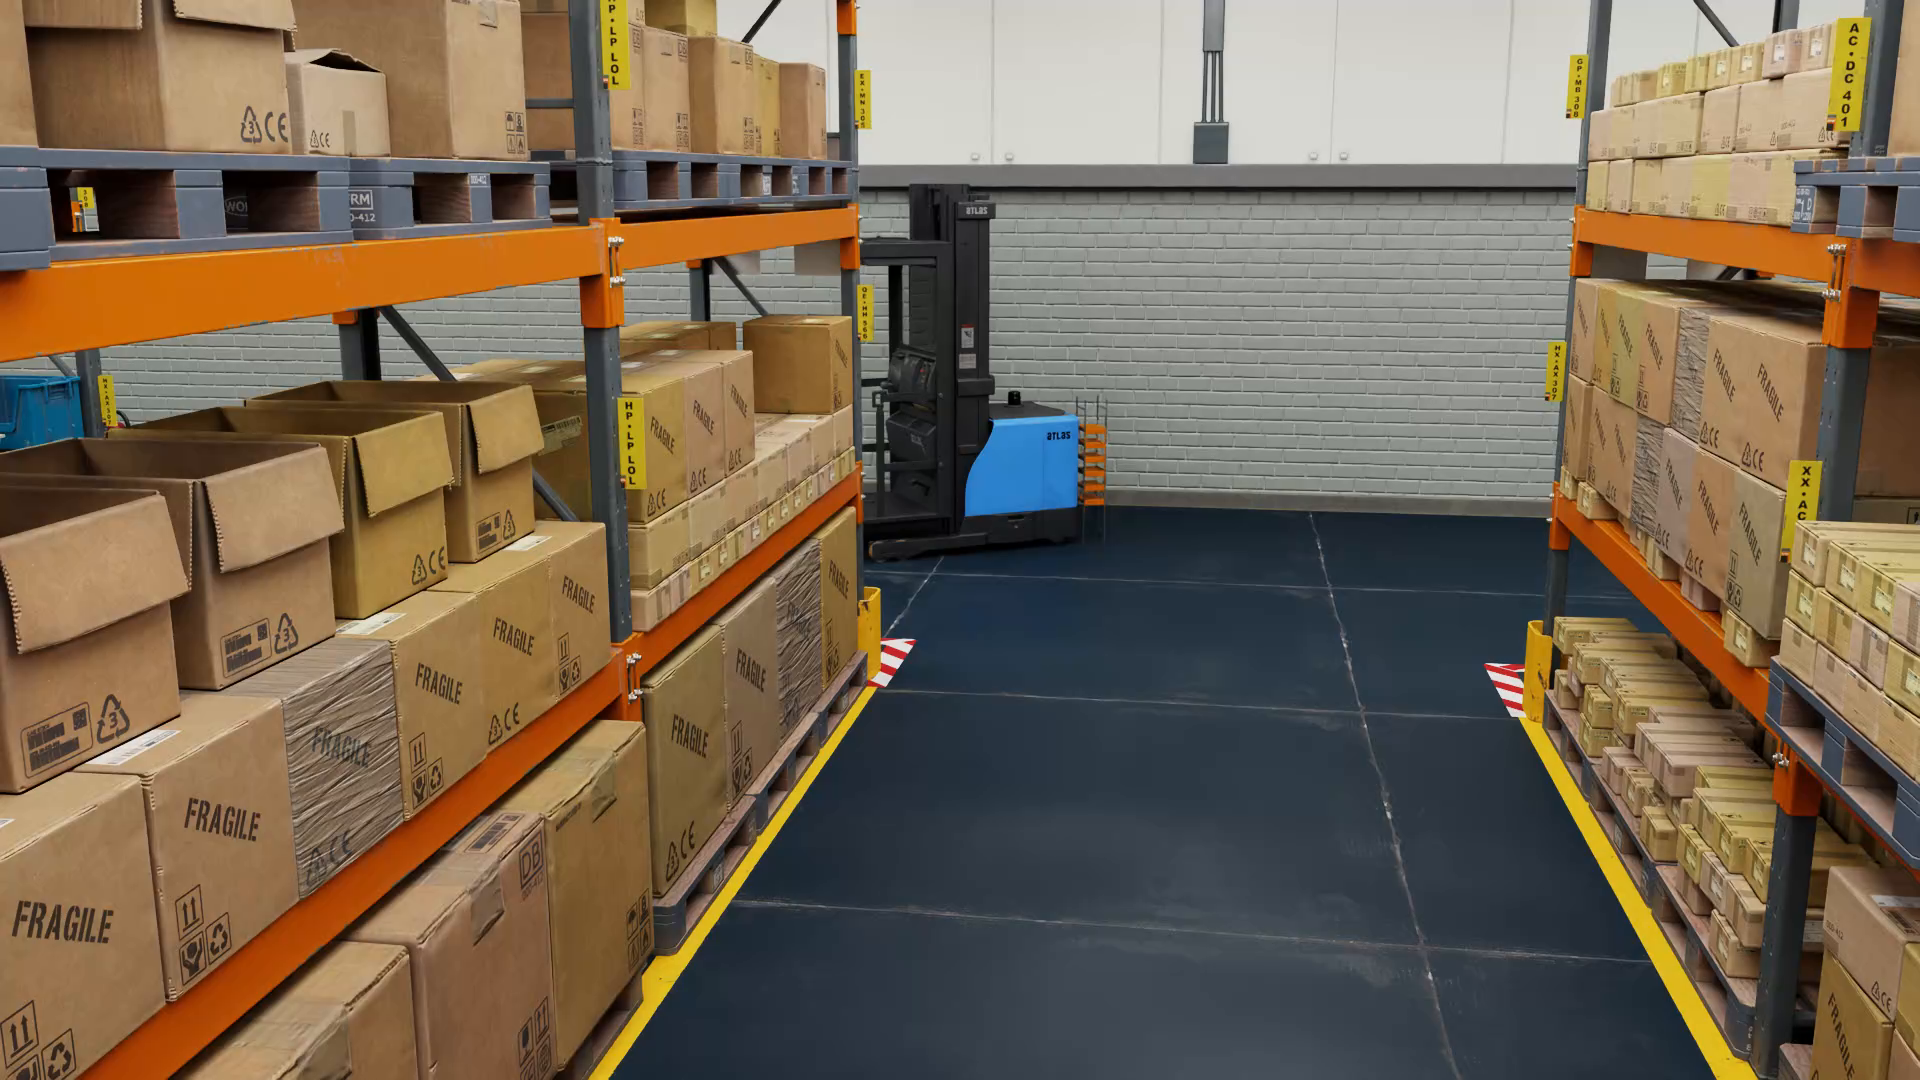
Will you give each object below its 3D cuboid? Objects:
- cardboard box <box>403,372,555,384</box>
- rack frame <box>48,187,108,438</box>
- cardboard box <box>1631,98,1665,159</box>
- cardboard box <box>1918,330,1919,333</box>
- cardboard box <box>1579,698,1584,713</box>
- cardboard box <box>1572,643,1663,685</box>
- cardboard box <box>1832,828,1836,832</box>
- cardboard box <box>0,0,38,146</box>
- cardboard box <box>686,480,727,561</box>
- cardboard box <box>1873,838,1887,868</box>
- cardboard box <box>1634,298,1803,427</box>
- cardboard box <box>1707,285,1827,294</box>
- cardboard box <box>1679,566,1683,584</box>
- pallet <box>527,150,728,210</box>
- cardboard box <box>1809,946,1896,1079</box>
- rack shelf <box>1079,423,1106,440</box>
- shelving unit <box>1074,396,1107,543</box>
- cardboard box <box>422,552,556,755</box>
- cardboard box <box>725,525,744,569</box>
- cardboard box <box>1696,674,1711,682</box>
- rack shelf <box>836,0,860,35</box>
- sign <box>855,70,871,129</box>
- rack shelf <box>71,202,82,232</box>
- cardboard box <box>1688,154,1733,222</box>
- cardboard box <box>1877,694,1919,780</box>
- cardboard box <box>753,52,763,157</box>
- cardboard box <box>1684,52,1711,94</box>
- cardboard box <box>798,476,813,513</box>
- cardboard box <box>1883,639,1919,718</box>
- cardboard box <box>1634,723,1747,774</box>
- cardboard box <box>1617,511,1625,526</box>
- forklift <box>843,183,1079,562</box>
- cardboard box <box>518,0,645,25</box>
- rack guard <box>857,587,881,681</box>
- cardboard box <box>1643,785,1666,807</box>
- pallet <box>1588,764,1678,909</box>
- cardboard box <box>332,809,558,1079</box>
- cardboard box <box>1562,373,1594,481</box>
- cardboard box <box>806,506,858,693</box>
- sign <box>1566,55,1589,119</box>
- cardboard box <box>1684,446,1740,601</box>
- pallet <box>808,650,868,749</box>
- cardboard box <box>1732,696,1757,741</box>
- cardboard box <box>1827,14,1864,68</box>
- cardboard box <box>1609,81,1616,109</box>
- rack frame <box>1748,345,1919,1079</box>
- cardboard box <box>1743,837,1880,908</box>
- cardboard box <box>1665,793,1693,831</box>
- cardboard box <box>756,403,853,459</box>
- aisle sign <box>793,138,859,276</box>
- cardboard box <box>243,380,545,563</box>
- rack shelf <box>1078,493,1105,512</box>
[{"bbox_3d":[-1.897,-0.373,6.472,0.500,0.500,0.500,2,12,10],"label":"cardboard box"},{"bbox_3d":[-5.983,-0.823,10.691,1.000,3.000,0.127,2,12,9],"label":"rack frame"},{"bbox_3d":[3.304,-1.821,7.375,0.500,0.250,0.500,2,12,9],"label":"cardboard box"},{"bbox_3d":[3.492,-0.417,5.491,0.500,0.500,0.500,2,12,10],"label":"cardboard box"},{"bbox_3d":[3.441,0.864,8.636,0.380,0.149,0.250,2,12,8],"label":"cardboard box"},{"bbox_3d":[3.292,0.625,8.333,0.380,0.149,0.250,2,12,8],"label":"cardboard box"},{"bbox_3d":[3.550,1.166,6.525,0.380,0.149,0.250,1,12,6],"label":"cardboard box"},{"bbox_3d":[-2.250,-1.029,3.295,0.500,0.500,0.500,3,12,12],"label":"cardboard box"},{"bbox_3d":[-1.291,-0.094,6.961,0.500,0.250,0.500,2,12,8],"label":"cardboard box"},{"bbox_3d":[3.540,1.129,5.991,0.380,0.149,0.250,3,12,11],"label":"cardboard box"},{"bbox_3d":[3.217,-0.760,7.082,0.500,0.500,0.500,1,12,7],"label":"cardboard box"},{"bbox_3d":[3.894,-0.955,7.987,0.500,0.500,0.500,1,12,7],"label":"cardboard box"},{"bbox_3d":[3.195,0.135,6.841,0.380,0.149,0.250,2,12,8],"label":"cardboard box"},{"bbox_3d":[-1.568,-1.422,6.565,1.003,0.211,1.213,2,12,9],"label":"pallet"},{"bbox_3d":[2.806,1.514,4.784,0.500,0.500,0.500,2,12,11],"label":"cardboard box"},{"bbox_3d":[1.090,-0.901,13.827,0.180,0.103,0.258,-3,13,-13],"label":"rack shelf"},{"bbox_3d":[1.090,-0.592,13.893,0.189,1.200,0.258,-3,13,-13],"label":"shelving unit"},{"bbox_3d":[-1.589,0.331,5.102,0.500,0.500,0.500,2,12,10],"label":"cardboard box"},{"bbox_3d":[-1.171,0.025,7.354,0.380,0.149,0.250,2,12,8],"label":"cardboard box"},{"bbox_3d":[3.904,0.734,8.531,0.380,0.149,0.250,2,12,7],"label":"cardboard box"},{"bbox_3d":[-1.396,-2.631,7.500,1.077,0.370,4.000,2,12,9],"label":"rack shelf"},{"bbox_3d":[-0.554,-2.502,9.450,0.100,0.325,0.005,2,12,9],"label":"sign"},{"bbox_3d":[-6.290,-1.521,8.519,1.077,0.370,4.000,2,12,9],"label":"rack shelf"},{"bbox_3d":[3.156,-1.361,6.425,0.500,0.250,0.500,2,12,8],"label":"cardboard box"},{"bbox_3d":[2.548,0.499,4.158,0.380,0.149,0.250,2,12,9],"label":"cardboard box"},{"bbox_3d":[-1.353,-2.099,8.022,0.700,0.500,0.500,1,12,5],"label":"cardboard box"},{"bbox_3d":[3.152,-1.878,6.689,0.380,0.149,0.250,2,12,8],"label":"cardboard box"},{"bbox_3d":[-0.974,-0.242,8.592,0.380,0.149,0.250,2,12,7],"label":"cardboard box"},{"bbox_3d":[2.550,0.353,4.127,0.380,0.149,0.250,1,12,6],"label":"cardboard box"},{"bbox_3d":[3.107,0.893,7.086,0.380,0.149,0.250,1,12,7],"label":"cardboard box"},{"bbox_3d":[3.426,-0.134,8.091,0.380,0.149,0.250,2,12,11],"label":"cardboard box"},{"bbox_3d":[-0.573,-1.382,13.448,3.031,2.935,1.130,-5,13,-22],"label":"forklift"},{"bbox_3d":[-1.553,-2.161,6.530,0.500,0.250,0.500,1,12,5],"label":"cardboard box"},{"bbox_3d":[-1.085,0.555,10.233,1.175,0.500,0.348,2,12,9],"label":"rack guard"},{"bbox_3d":[3.171,1.180,7.167,0.380,0.149,0.250,2,12,10],"label":"cardboard box"},{"bbox_3d":[3.435,1.320,7.369,1.003,0.211,1.213,2,12,9],"label":"pallet"},{"bbox_3d":[-1.919,1.324,4.778,1.225,0.875,0.875,1,12,7],"label":"cardboard box"},{"bbox_3d":[3.455,-0.590,8.669,0.500,0.500,0.500,2,12,11],"label":"cardboard box"},{"bbox_3d":[-1.108,0.307,9.496,0.875,0.875,0.875,2,12,9],"label":"cardboard box"},{"bbox_3d":[3.261,-2.392,8.776,0.100,0.325,0.005,2,12,9],"label":"sign"},{"bbox_3d":[3.058,-0.060,6.208,0.500,0.500,0.500,2,12,7],"label":"cardboard box"},{"bbox_3d":[-1.134,0.870,9.456,1.003,0.211,1.213,2,12,9],"label":"pallet"},{"bbox_3d":[3.717,0.805,7.497,0.380,0.149,0.250,1,12,7],"label":"cardboard box"},{"bbox_3d":[2.959,-1.554,5.188,0.380,0.149,0.250,1,12,6],"label":"cardboard box"},{"bbox_3d":[3.522,-2.253,8.429,0.380,0.149,0.250,2,12,8],"label":"cardboard box"},{"bbox_3d":[3.182,0.352,5.239,1.000,3.000,0.127,2,12,9],"label":"rack frame"},{"bbox_3d":[2.979,1.167,5.815,0.380,0.149,0.250,2,12,10],"label":"cardboard box"},{"bbox_3d":[3.125,1.103,6.817,0.380,0.149,0.250,2,12,10],"label":"cardboard box"},{"bbox_3d":[-0.901,-0.625,9.423,0.500,0.250,0.500,2,12,8],"label":"cardboard box"},{"bbox_3d":[-0.781,-1.938,9.697,0.394,0.787,0.004,2,12,9],"label":"aisle sign"},{"bbox_3d":[-1.794,-0.236,5.348,0.797,0.503,0.637,2,12,7],"label":"cardboard box"},{"bbox_3d":[1.090,-0.314,13.953,0.180,0.103,0.258,-3,13,-13],"label":"rack shelf"}]
